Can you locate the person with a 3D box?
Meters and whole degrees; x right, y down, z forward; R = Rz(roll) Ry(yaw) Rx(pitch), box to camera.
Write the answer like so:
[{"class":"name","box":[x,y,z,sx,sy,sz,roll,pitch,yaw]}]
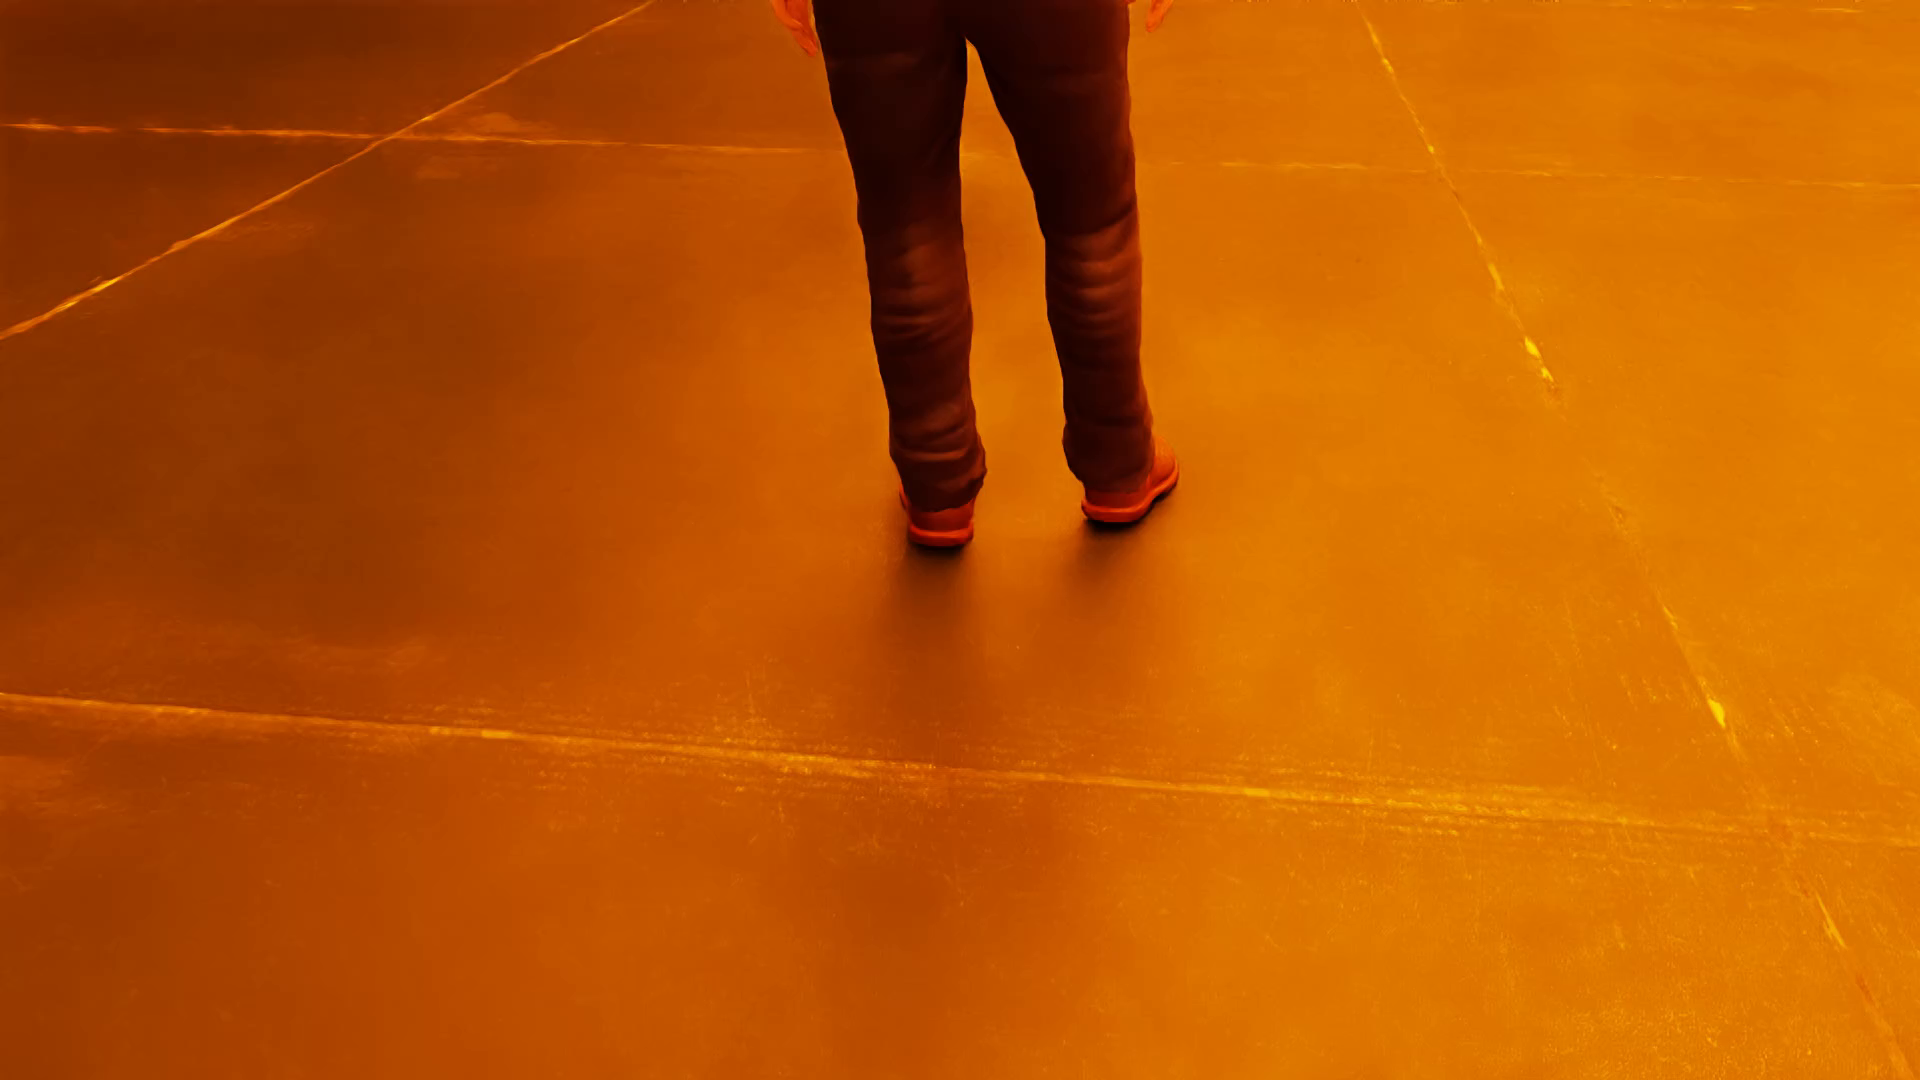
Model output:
[{"class":"person","box":[0.034,-0.782,2.206,0.599,1.650,0.502,3,27,7]}]
